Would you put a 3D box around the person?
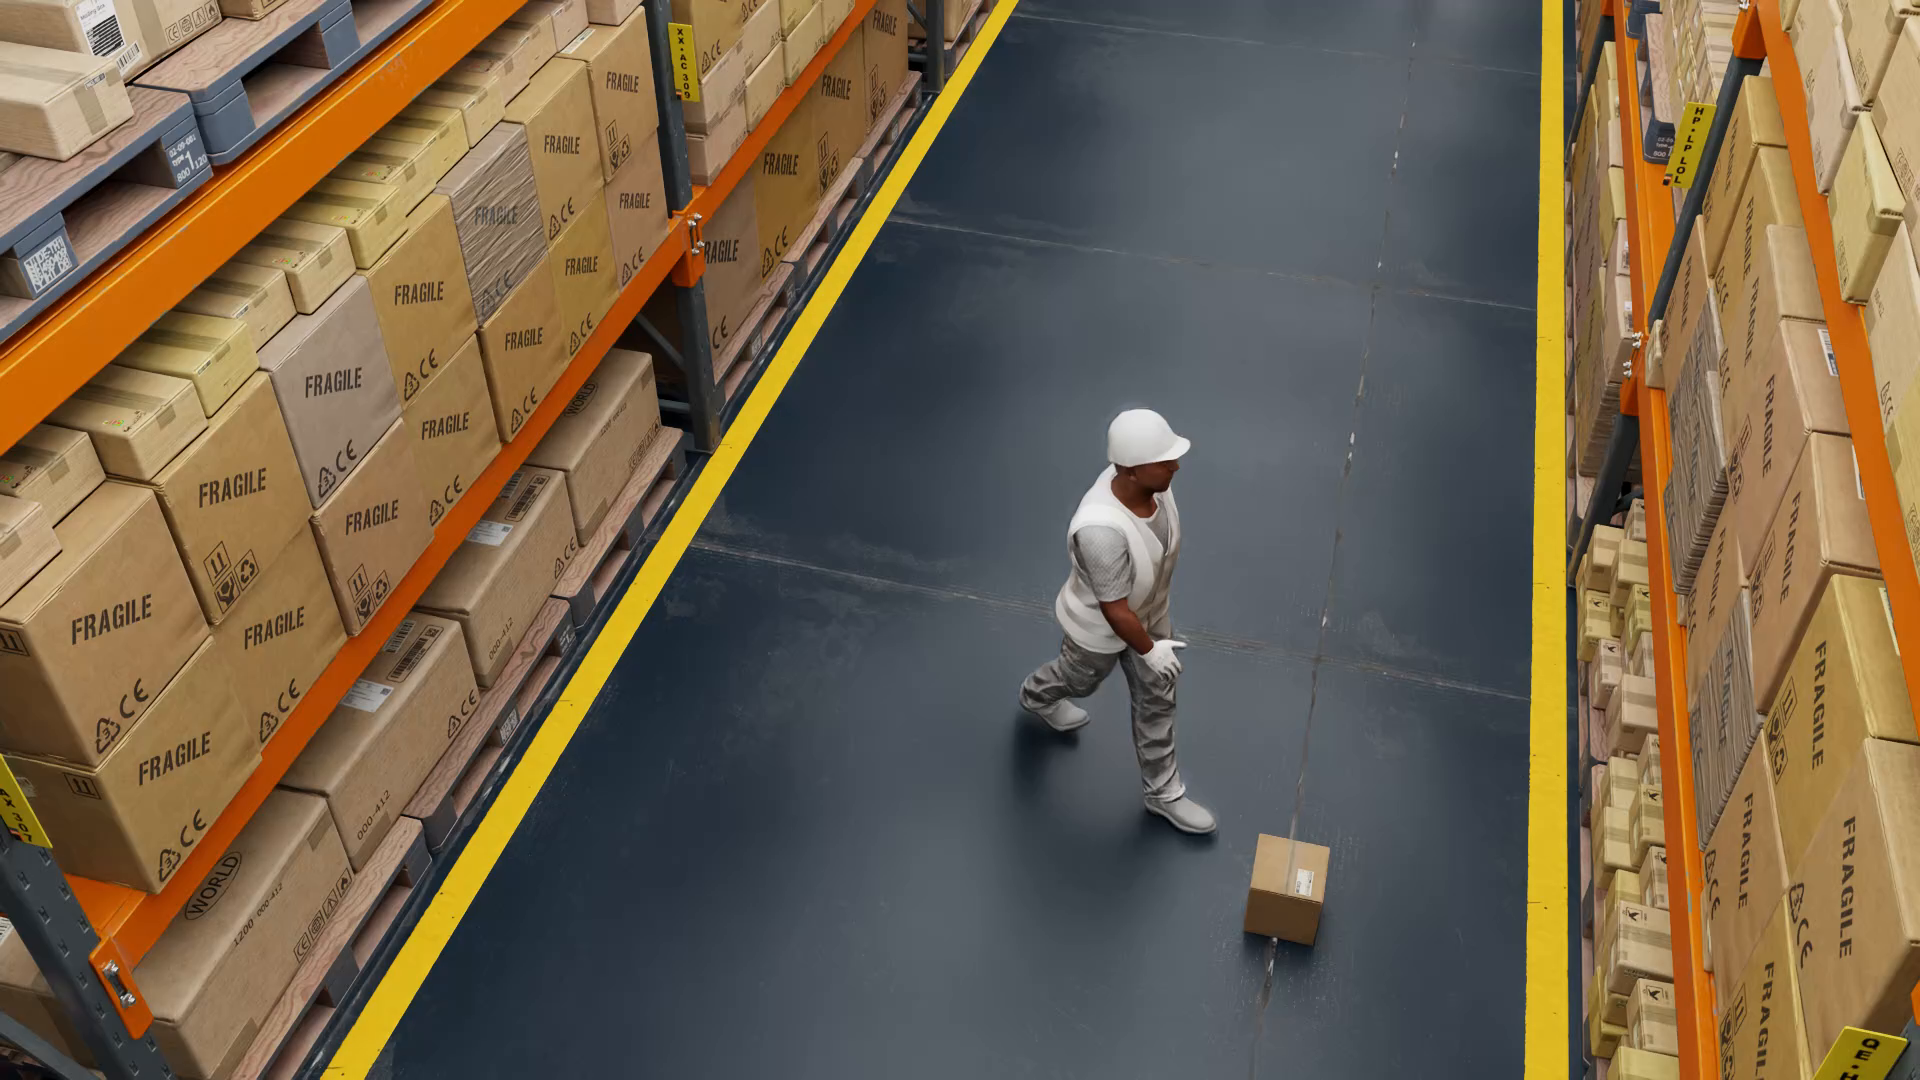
[{"bbox_3d":[0.561,0.261,5.855,0.974,1.741,0.532,32,50,32],"label":"person"}]
